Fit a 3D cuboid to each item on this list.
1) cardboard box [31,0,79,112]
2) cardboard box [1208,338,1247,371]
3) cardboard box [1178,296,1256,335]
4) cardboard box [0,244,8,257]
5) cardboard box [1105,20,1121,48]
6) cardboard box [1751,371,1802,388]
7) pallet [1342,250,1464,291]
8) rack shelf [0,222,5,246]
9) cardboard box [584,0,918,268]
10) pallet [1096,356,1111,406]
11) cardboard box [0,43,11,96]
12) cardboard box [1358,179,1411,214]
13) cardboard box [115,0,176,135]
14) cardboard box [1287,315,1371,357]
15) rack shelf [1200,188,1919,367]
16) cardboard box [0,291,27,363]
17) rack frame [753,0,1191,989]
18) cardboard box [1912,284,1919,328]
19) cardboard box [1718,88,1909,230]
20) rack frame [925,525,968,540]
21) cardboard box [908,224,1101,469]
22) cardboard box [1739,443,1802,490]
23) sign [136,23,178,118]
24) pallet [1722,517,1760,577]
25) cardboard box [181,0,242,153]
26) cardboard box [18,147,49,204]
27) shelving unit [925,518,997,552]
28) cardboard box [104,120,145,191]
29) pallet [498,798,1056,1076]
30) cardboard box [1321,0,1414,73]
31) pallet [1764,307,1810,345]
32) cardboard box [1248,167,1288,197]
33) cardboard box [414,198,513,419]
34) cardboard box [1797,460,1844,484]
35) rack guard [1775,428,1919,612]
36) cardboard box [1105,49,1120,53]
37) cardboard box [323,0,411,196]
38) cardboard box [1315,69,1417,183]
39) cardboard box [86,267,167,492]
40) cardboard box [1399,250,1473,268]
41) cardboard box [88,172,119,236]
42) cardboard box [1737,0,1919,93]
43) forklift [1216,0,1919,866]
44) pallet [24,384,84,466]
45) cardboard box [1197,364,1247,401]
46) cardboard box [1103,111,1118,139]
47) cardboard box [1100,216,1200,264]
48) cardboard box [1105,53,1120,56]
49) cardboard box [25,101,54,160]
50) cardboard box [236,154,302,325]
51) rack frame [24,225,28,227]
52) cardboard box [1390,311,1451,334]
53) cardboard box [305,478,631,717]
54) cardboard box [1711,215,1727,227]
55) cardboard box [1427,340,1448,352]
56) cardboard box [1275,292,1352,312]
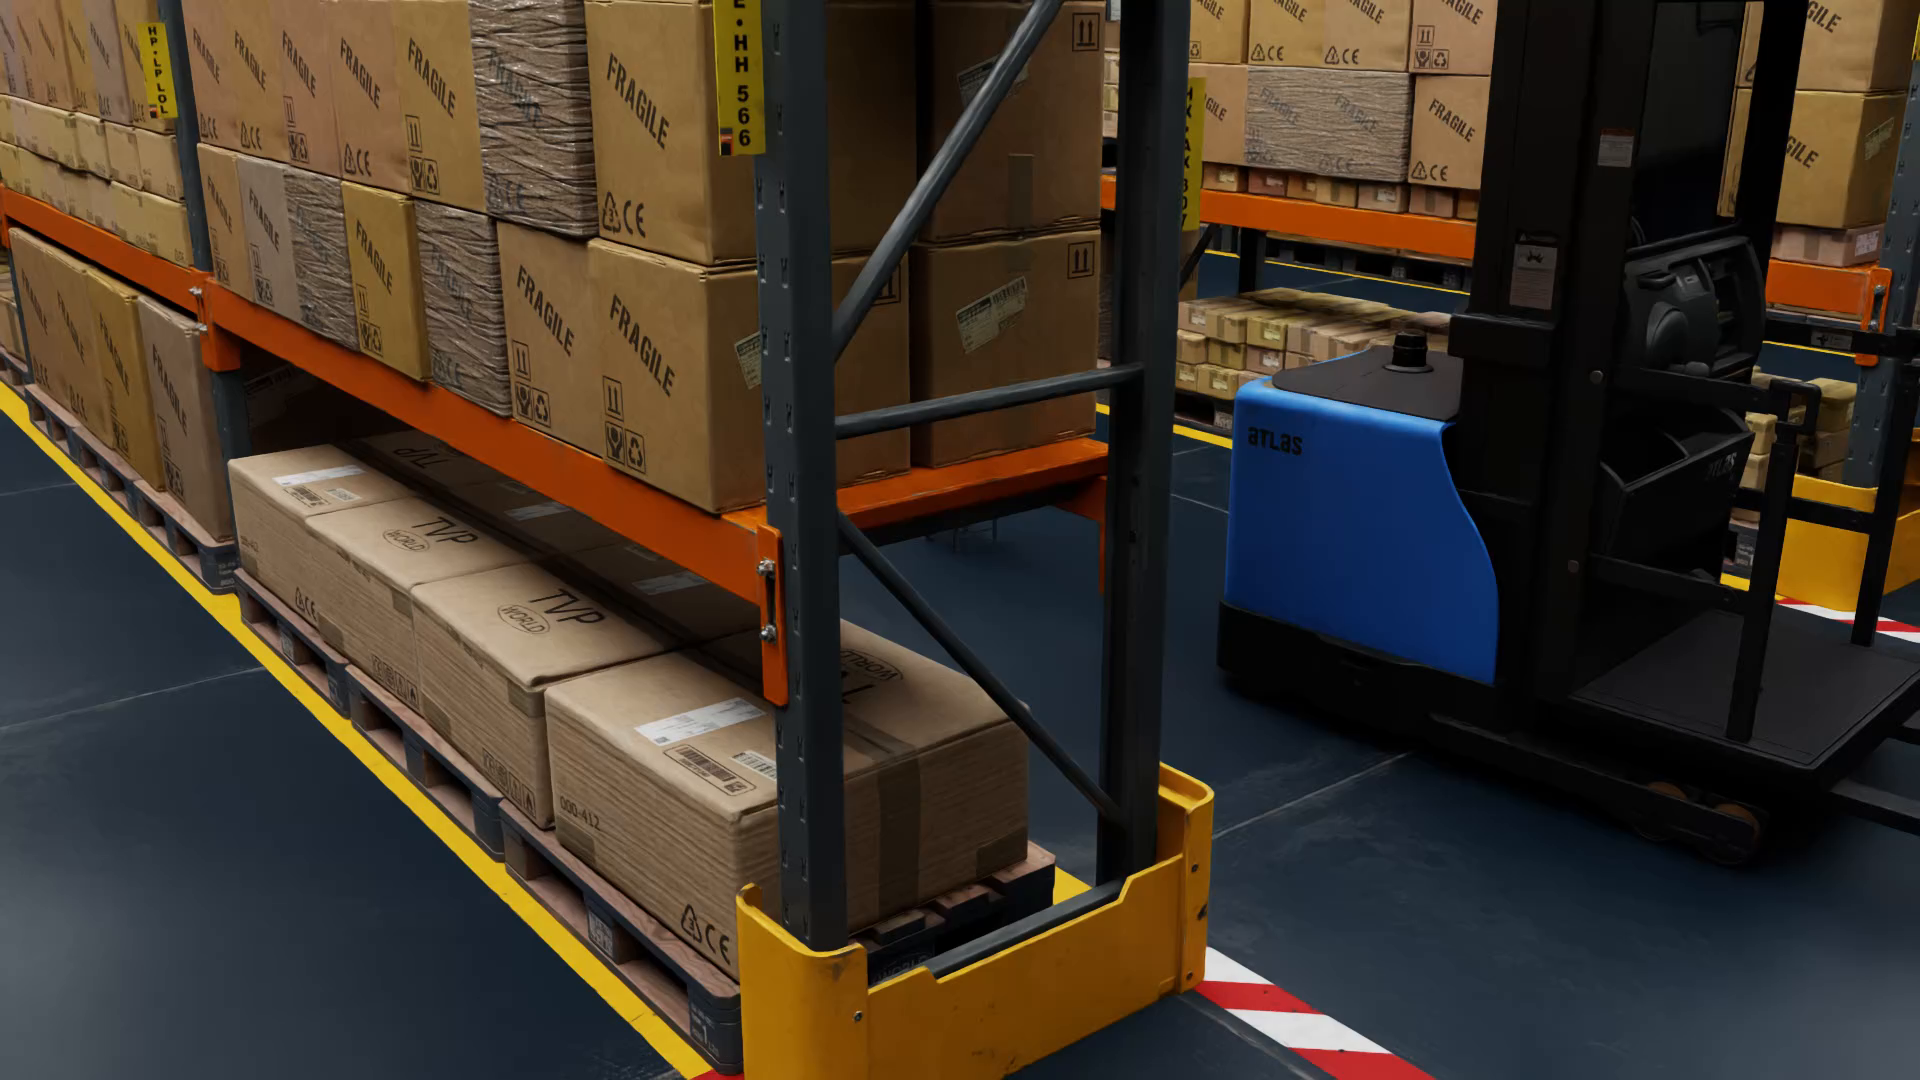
[{"bbox_3d":[-3.866,-2.228,7.571,0.500,0.500,0.500,-14,23,-35],"label":"cardboard box"},{"bbox_3d":[1.587,-1.047,9.148,0.380,0.149,0.250,-14,23,-36],"label":"cardboard box"},{"bbox_3d":[1.437,-1.260,9.316,0.380,0.149,0.250,-13,22,-34],"label":"cardboard box"},{"bbox_3d":[-6.623,-1.884,11.792,0.950,0.372,0.625,-12,22,-33],"label":"cardboard box"},{"bbox_3d":[1.518,-5.010,16.890,0.797,0.503,0.637,-11,21,-31],"label":"cardboard box"},{"bbox_3d":[3.544,-0.639,7.442,0.380,0.149,0.250,-13,23,-35],"label":"cardboard box"},{"bbox_3d":[4.036,-2.352,14.131,1.003,0.211,1.213,-14,23,-36],"label":"pallet"},{"bbox_3d":[-6.158,-2.403,10.991,1.077,0.370,4.000,-14,23,-36],"label":"rack shelf"},{"bbox_3d":[-0.435,-0.875,3.482,0.500,0.500,0.500,-13,22,-34],"label":"cardboard box"},{"bbox_3d":[0.901,-1.125,10.423,1.003,0.211,1.213,-14,23,-36],"label":"pallet"},{"bbox_3d":[-4.801,-2.604,8.706,0.500,0.500,0.500,-15,23,-38],"label":"cardboard box"},{"bbox_3d":[2.160,-1.689,8.091,0.380,0.149,0.250,-13,22,-34],"label":"cardboard box"},{"bbox_3d":[-2.907,-1.849,6.425,0.500,0.500,0.500,-13,22,-34],"label":"cardboard box"},{"bbox_3d":[1.937,-1.068,8.737,0.380,0.149,0.250,-15,23,-38],"label":"cardboard box"},{"bbox_3d":[2.627,-1.422,8.031,1.077,0.370,4.000,-14,23,-36],"label":"rack shelf"},{"bbox_3d":[-5.259,-1.344,10.163,0.950,0.372,0.625,-16,24,-40],"label":"cardboard box"},{"bbox_3d":[0.051,-0.280,3.437,1.000,3.000,0.127,-14,23,-36],"label":"rack frame"},{"bbox_3d":[6.795,-1.771,10.652,0.875,0.875,0.875,-14,23,-36],"label":"cardboard box"},{"bbox_3d":[3.388,-1.520,6.550,0.500,0.500,0.500,-13,23,-35],"label":"cardboard box"},{"bbox_3d":[-0.058,-0.450,7.291,0.240,0.900,0.006,-14,23,-36],"label":"rack frame"},{"bbox_3d":[-0.022,-0.502,3.947,0.500,0.500,0.500,-14,23,-37],"label":"cardboard box"},{"bbox_3d":[3.317,-0.333,6.989,0.380,0.149,0.250,-15,23,-38],"label":"cardboard box"},{"bbox_3d":[-2.852,-1.670,5.917,0.100,0.325,0.005,-14,23,-36],"label":"sign"},{"bbox_3d":[3.345,-0.173,7.550,1.003,0.211,1.213,-14,23,-36],"label":"pallet"},{"bbox_3d":[-2.327,-1.623,5.743,0.500,0.500,0.500,-14,23,-36],"label":"cardboard box"},{"bbox_3d":[-4.477,-1.887,8.529,0.500,0.250,0.500,-15,23,-38],"label":"cardboard box"},{"bbox_3d":[0.005,-0.425,7.215,0.258,0.900,0.210,-14,23,-36],"label":"shelving unit"},{"bbox_3d":[-3.213,-1.615,6.911,0.500,0.250,0.500,-13,23,-35],"label":"cardboard box"},{"bbox_3d":[-0.507,0.862,4.424,1.003,0.211,1.213,-14,23,-36],"label":"pallet"},{"bbox_3d":[2.097,-2.506,7.937,0.500,0.500,0.500,-14,23,-35],"label":"cardboard box"},{"bbox_3d":[5.747,-1.674,12.081,1.003,0.211,1.213,-14,23,-36],"label":"pallet"},{"bbox_3d":[1.730,-1.899,8.726,0.380,0.149,0.250,-15,24,-38],"label":"cardboard box"},{"bbox_3d":[-1.083,-0.646,4.383,0.500,0.500,0.500,-13,22,-35],"label":"cardboard box"},{"bbox_3d":[3.794,-0.309,7.390,0.380,0.149,0.250,-13,23,-35],"label":"cardboard box"},{"bbox_3d":[3.822,-0.103,6.879,1.175,0.500,0.348,-14,23,-36],"label":"rack guard"},{"bbox_3d":[1.013,-2.999,10.434,0.380,0.149,0.250,-14,23,-37],"label":"cardboard box"},{"bbox_3d":[-1.397,-1.244,4.599,0.500,0.500,0.500,-14,23,-37],"label":"cardboard box"},{"bbox_3d":[2.093,-2.023,8.066,0.500,0.500,0.500,-15,23,-37],"label":"cardboard box"},{"bbox_3d":[-3.447,-0.815,7.763,0.875,0.875,0.875,-13,22,-35],"label":"cardboard box"},{"bbox_3d":[4.368,-2.764,13.651,1.225,0.875,0.875,-15,23,-38],"label":"cardboard box"},{"bbox_3d":[-3.522,-1.510,7.388,0.500,0.250,0.500,-15,23,-38],"label":"cardboard box"},{"bbox_3d":[3.390,-1.999,6.404,0.500,0.500,0.500,-15,23,-37],"label":"cardboard box"},{"bbox_3d":[2.296,-0.670,4.723,3.031,2.935,1.130,17,25,42],"label":"forklift"},{"bbox_3d":[-4.485,-0.719,9.197,1.003,0.211,1.213,-14,23,-36],"label":"pallet"},{"bbox_3d":[1.525,-0.885,9.130,0.380,0.149,0.250,-13,22,-35],"label":"cardboard box"},{"bbox_3d":[0.984,-2.396,9.558,0.380,0.149,0.250,-15,23,-37],"label":"cardboard box"},{"bbox_3d":[1.134,-1.859,10.321,0.500,0.250,0.500,-15,24,-38],"label":"cardboard box"},{"bbox_3d":[0.815,-2.746,9.669,0.380,0.149,0.250,-15,23,-38],"label":"cardboard box"},{"bbox_3d":[-4.175,-1.992,8.049,0.500,0.250,0.500,-14,23,-36],"label":"cardboard box"},{"bbox_3d":[-2.037,-1.022,5.517,0.500,0.500,0.500,-14,23,-36],"label":"cardboard box"},{"bbox_3d":[-7.399,-3.237,12.367,1.000,3.000,0.127,-14,23,-36],"label":"rack frame"},{"bbox_3d":[2.501,-1.105,8.849,0.380,0.149,0.250,-15,24,-39],"label":"cardboard box"},{"bbox_3d":[-1.570,0.147,5.554,0.875,0.438,0.875,-15,23,-38],"label":"cardboard box"},{"bbox_3d":[3.152,-1.305,6.930,0.380,0.149,0.250,-14,23,-37],"label":"cardboard box"},{"bbox_3d":[2.387,-0.870,8.138,0.380,0.149,0.250,-14,23,-36],"label":"cardboard box"},{"bbox_3d":[2.000,-1.293,9.417,0.380,0.149,0.250,-14,23,-35],"label":"cardboard box"}]
